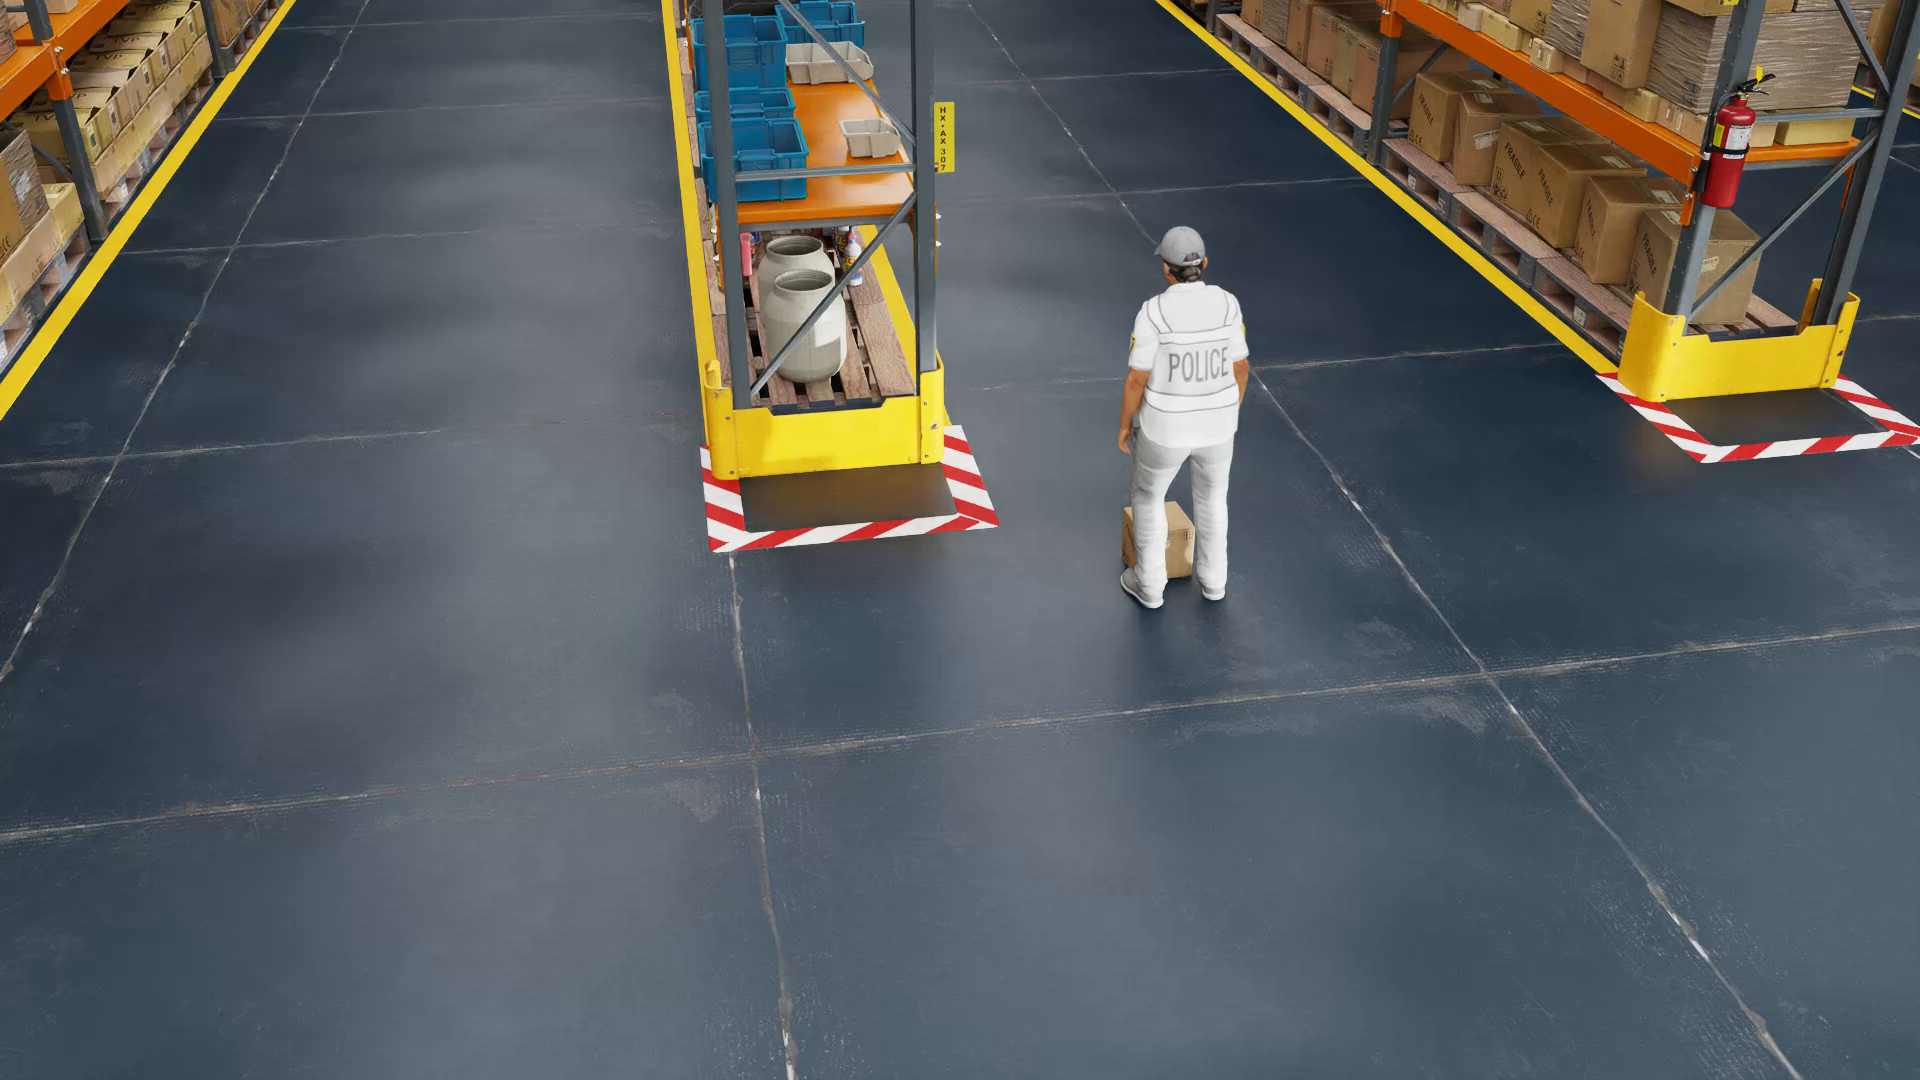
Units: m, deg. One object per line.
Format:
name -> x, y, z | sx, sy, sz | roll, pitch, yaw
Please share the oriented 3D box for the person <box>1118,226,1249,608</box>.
person -> 0.930, -0.491, 6.947 | 0.559, 1.667, 0.467 | -6, 31, -11
